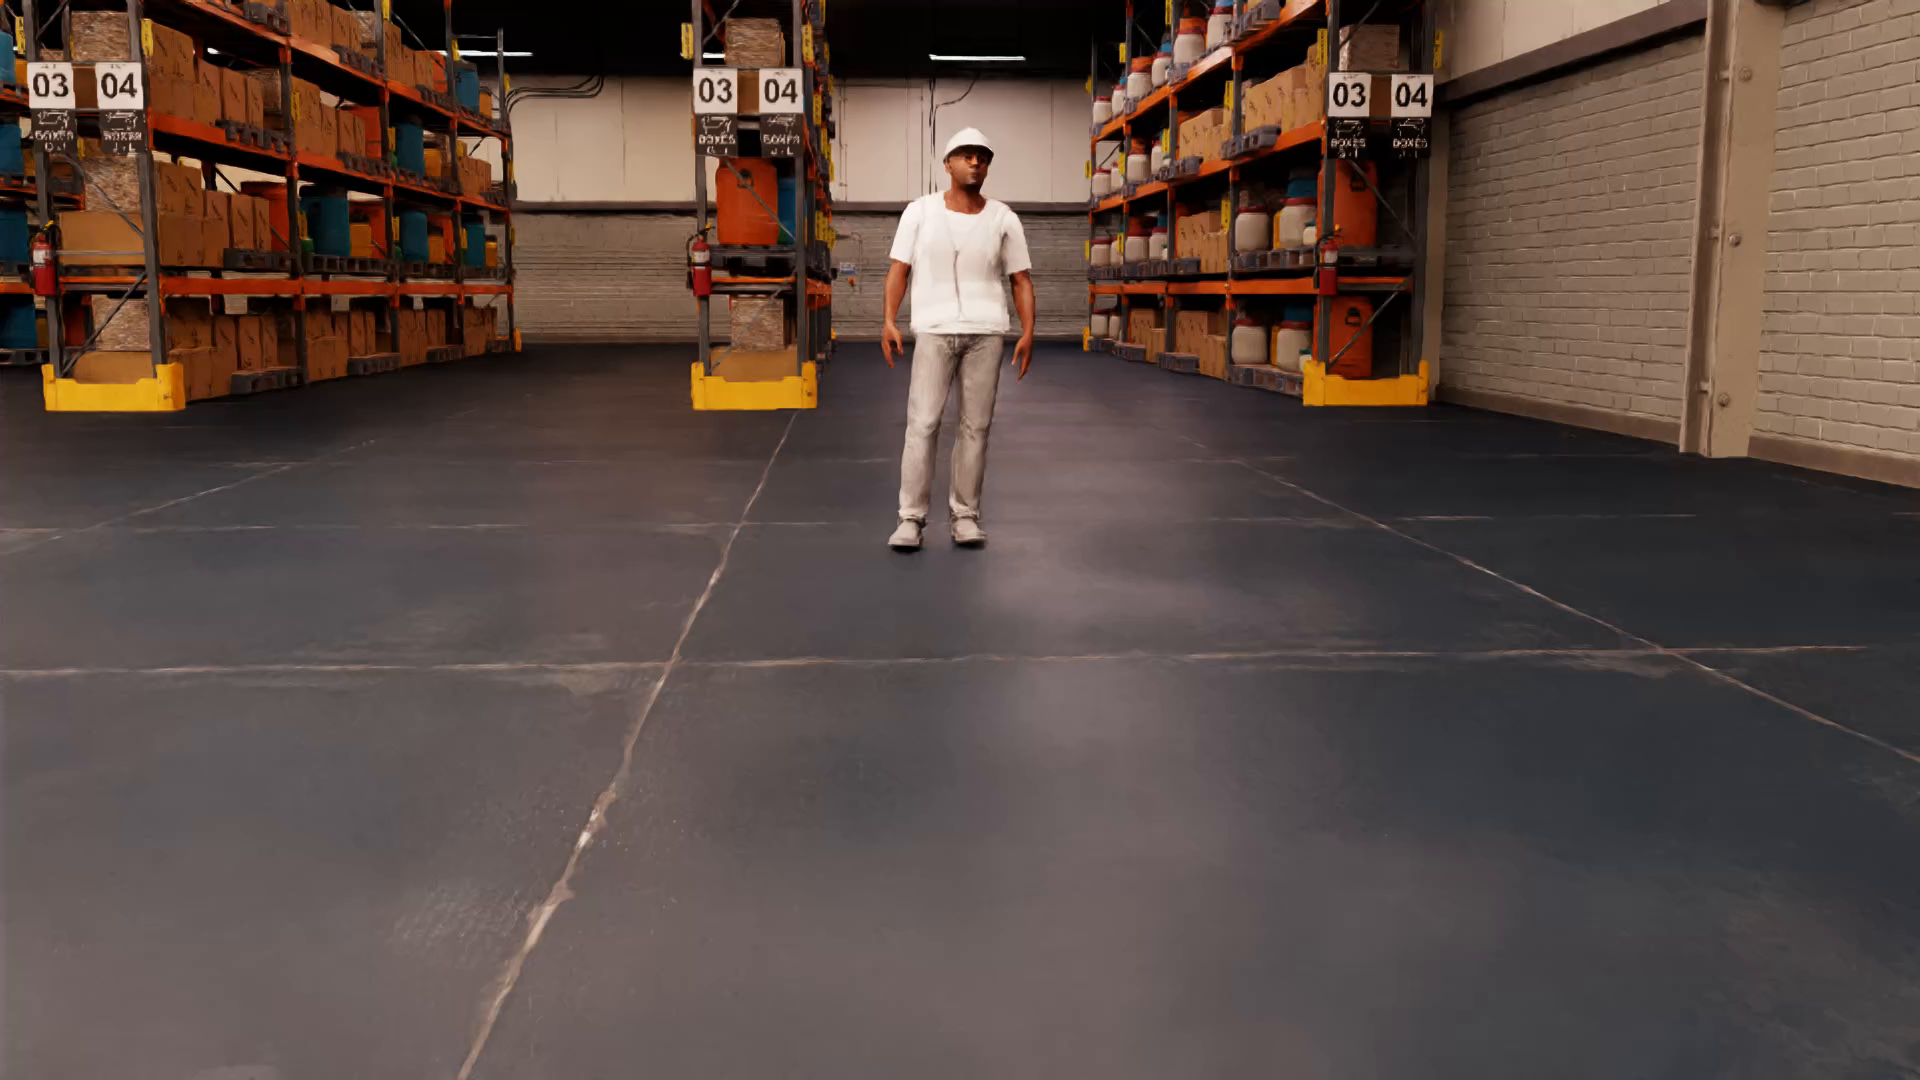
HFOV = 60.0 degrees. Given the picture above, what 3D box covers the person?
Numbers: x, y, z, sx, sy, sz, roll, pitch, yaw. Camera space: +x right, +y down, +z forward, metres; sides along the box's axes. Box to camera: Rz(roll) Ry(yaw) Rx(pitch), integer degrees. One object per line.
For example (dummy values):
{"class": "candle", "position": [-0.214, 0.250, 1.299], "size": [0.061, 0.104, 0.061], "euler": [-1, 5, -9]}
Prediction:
{"class": "person", "position": [-0.001, -0.870, 7.110], "size": [0.665, 1.766, 0.576], "euler": [-1, 8, -4]}
